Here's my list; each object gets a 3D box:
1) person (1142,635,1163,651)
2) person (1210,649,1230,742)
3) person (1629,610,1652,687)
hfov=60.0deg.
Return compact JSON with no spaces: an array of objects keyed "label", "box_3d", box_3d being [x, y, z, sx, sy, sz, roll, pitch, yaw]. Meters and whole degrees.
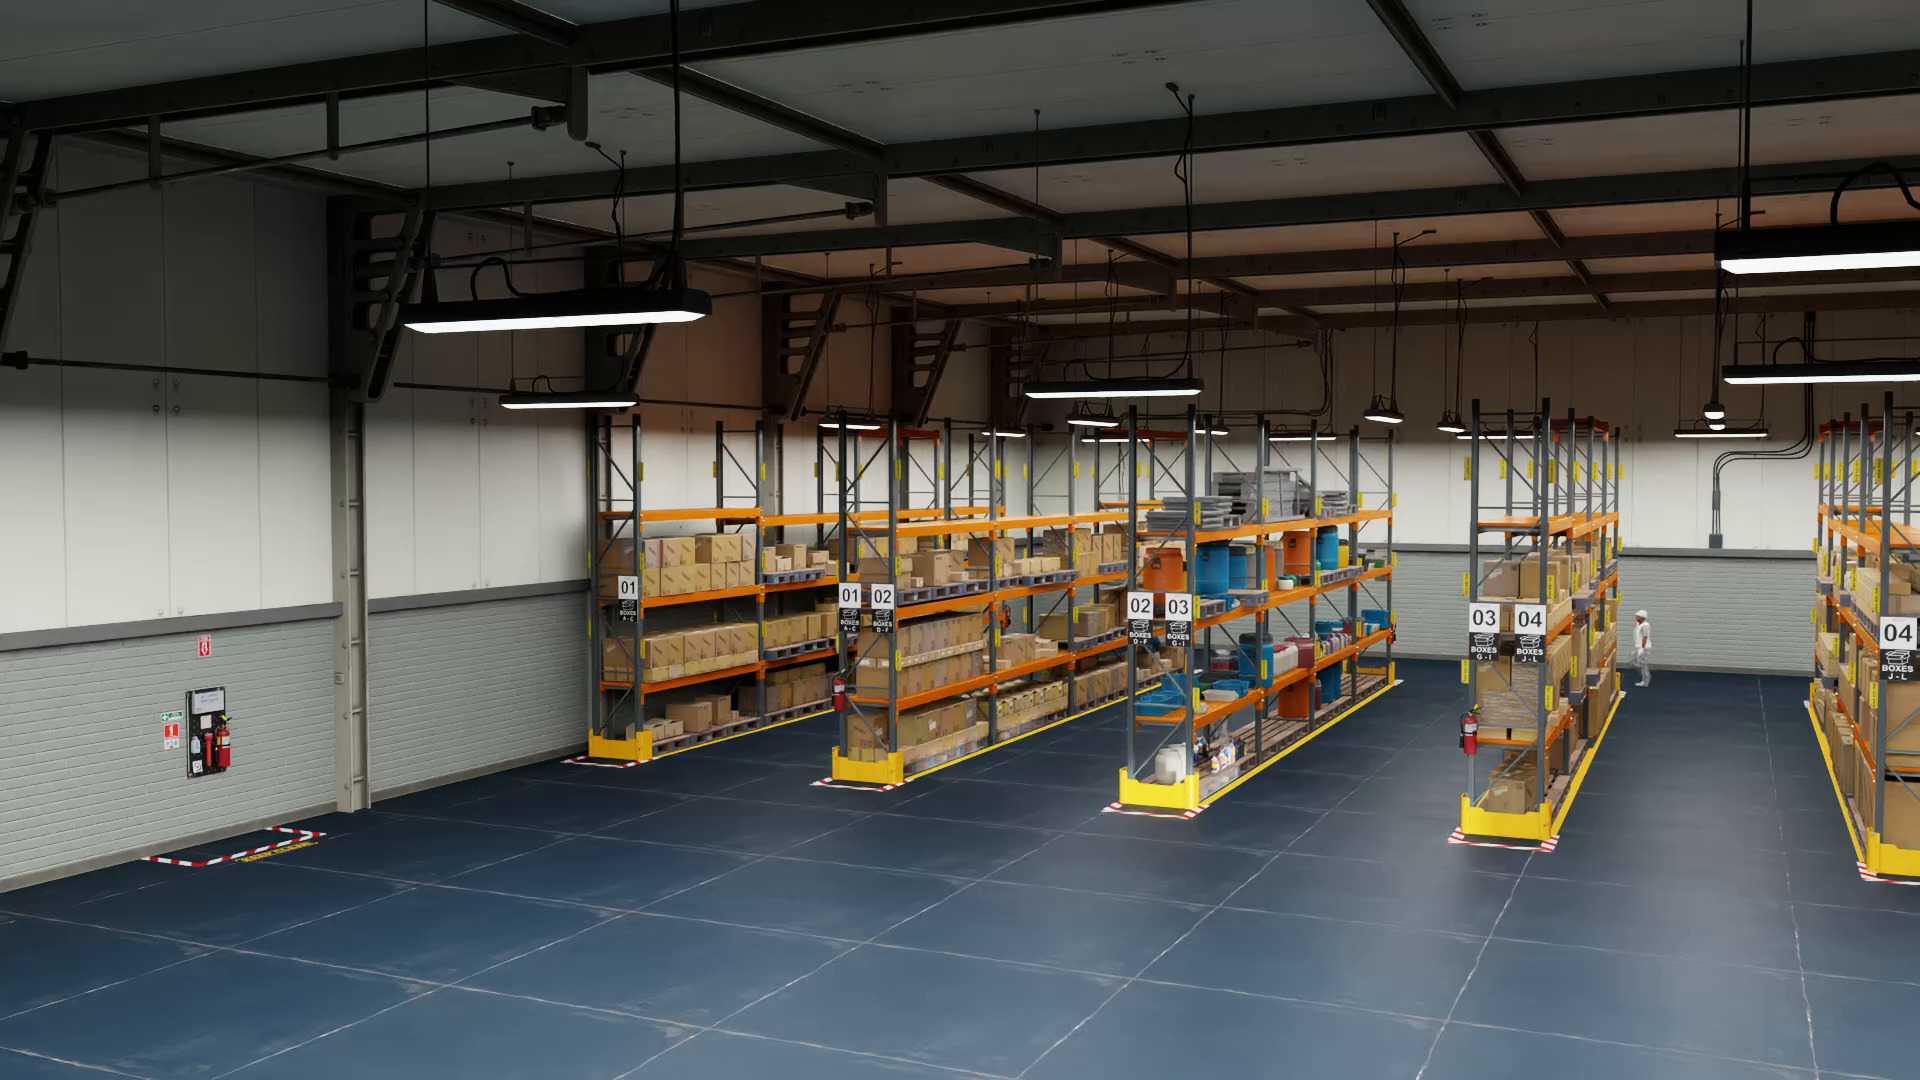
[{"label":"person","box_3d":[5.134,2.430,44.254,0.406,1.483,0.910,-2,3,-39]},{"label":"person","box_3d":[4.739,2.834,29.977,0.500,1.718,0.542,0,2,-7]},{"label":"person","box_3d":[15.800,2.521,38.559,0.453,1.799,0.566,0,2,5]}]
